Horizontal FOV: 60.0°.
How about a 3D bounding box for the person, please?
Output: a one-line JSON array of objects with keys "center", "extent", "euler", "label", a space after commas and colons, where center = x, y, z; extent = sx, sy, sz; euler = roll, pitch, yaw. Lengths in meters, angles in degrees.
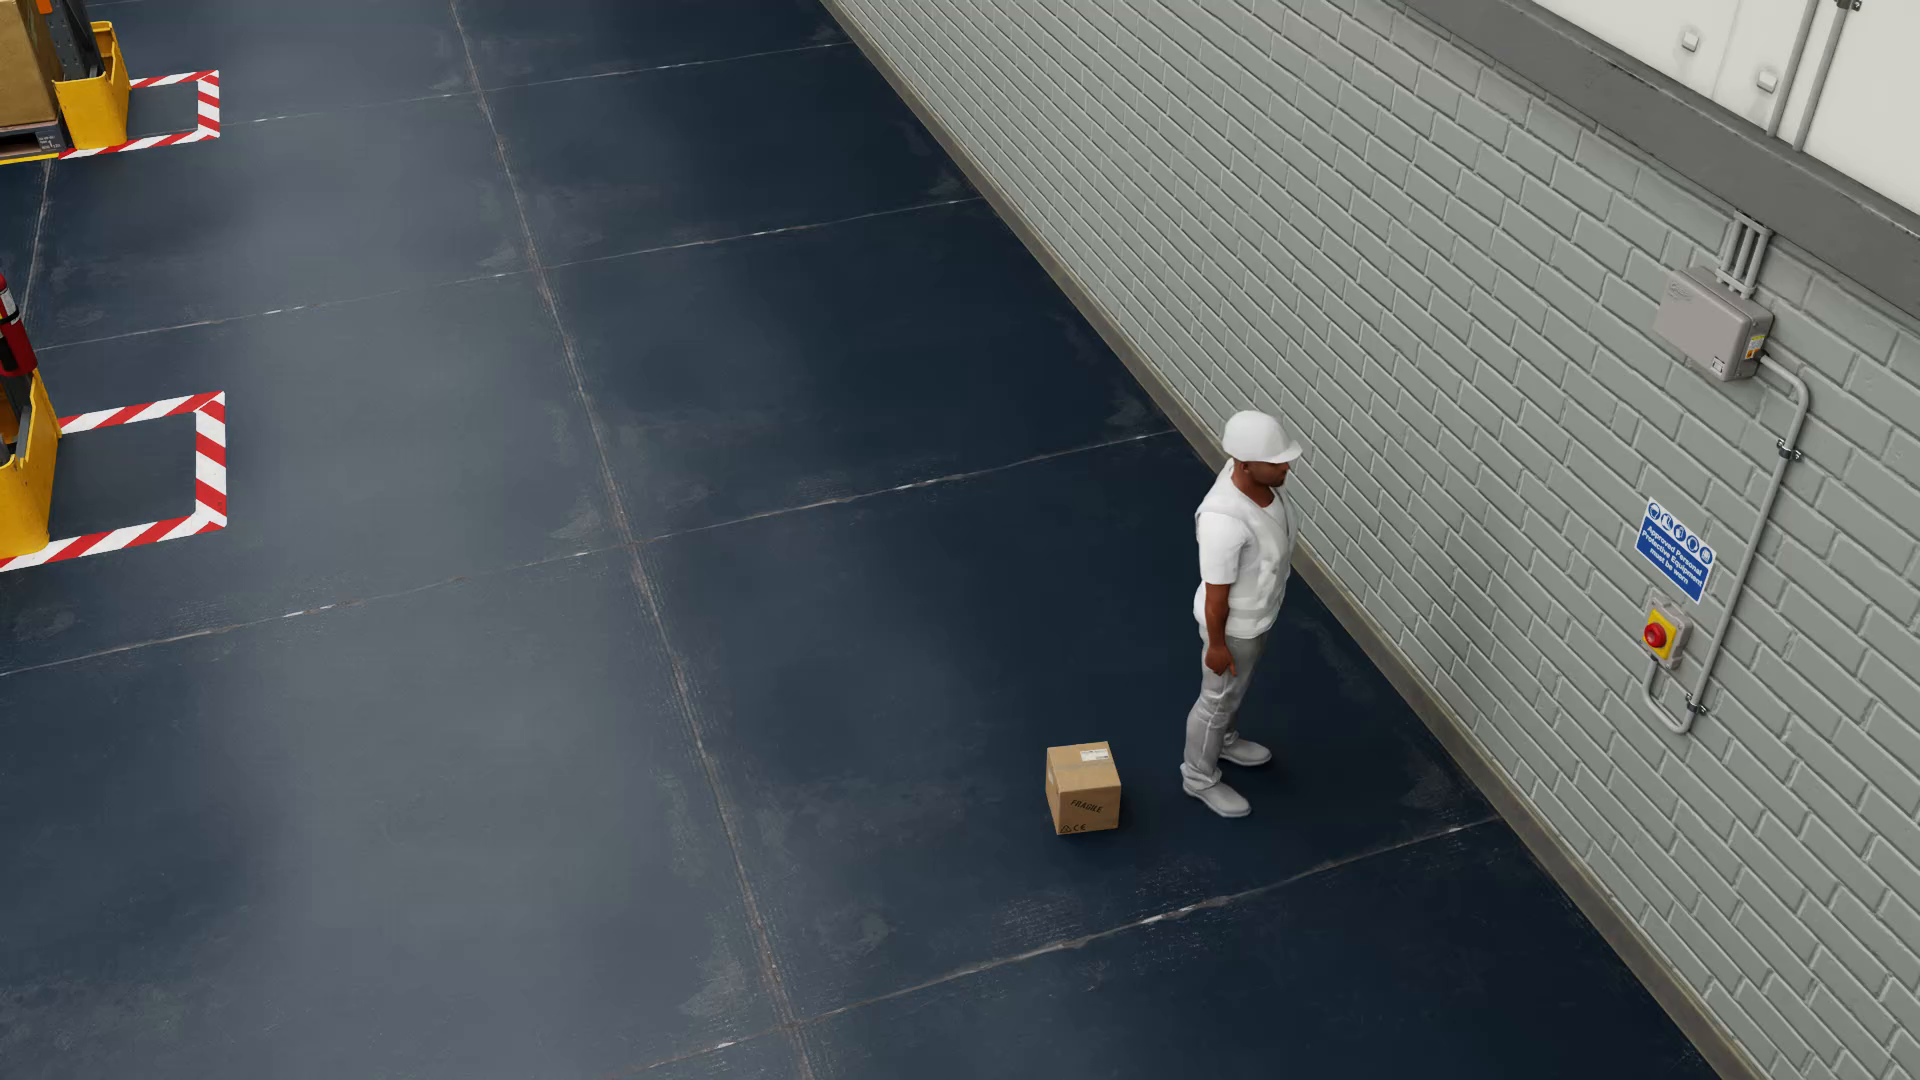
[{"center": [1.087, 0.267, 6.413], "extent": [0.369, 1.771, 0.551], "euler": [15, 40, 18], "label": "person"}]
